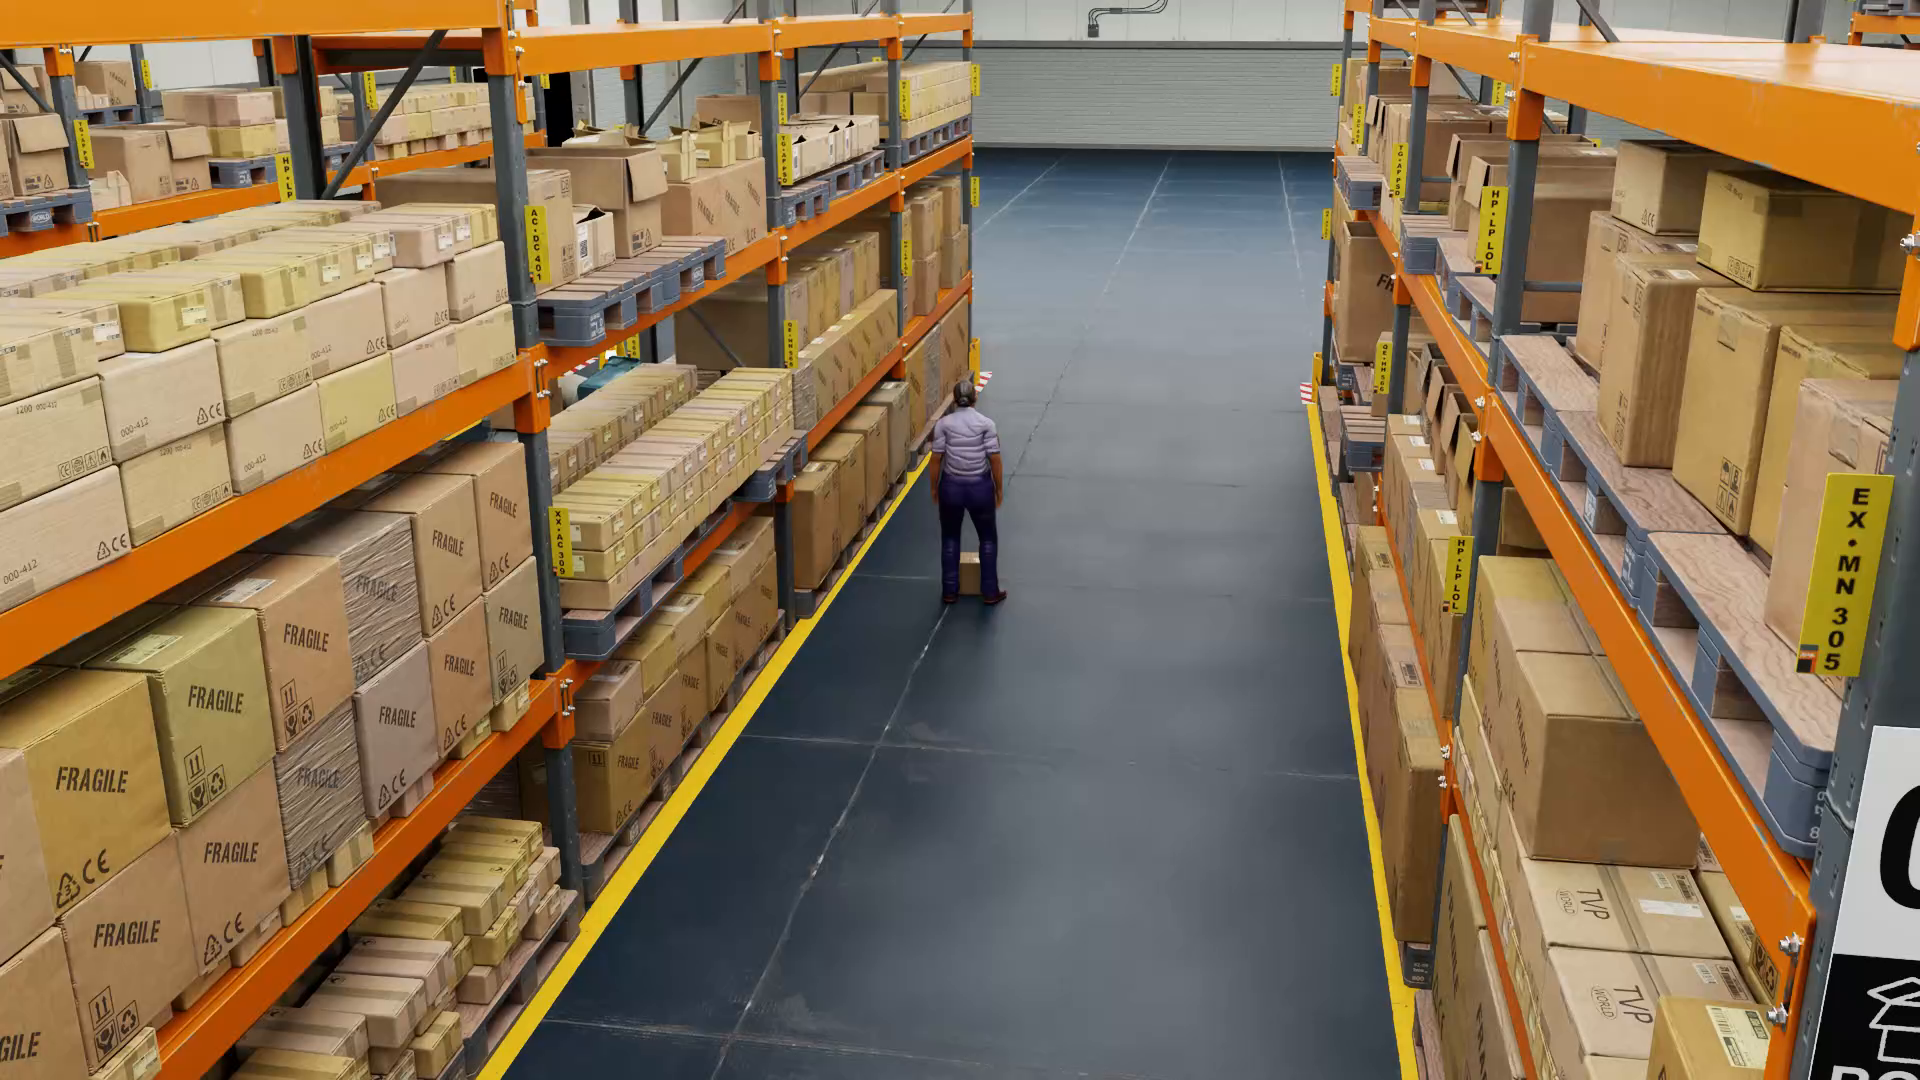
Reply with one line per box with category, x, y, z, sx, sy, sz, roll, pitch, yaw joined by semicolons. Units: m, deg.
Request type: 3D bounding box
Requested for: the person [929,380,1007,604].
person;0.060;-0.340;12.113;0.562;1.653;0.363;2;18;6
